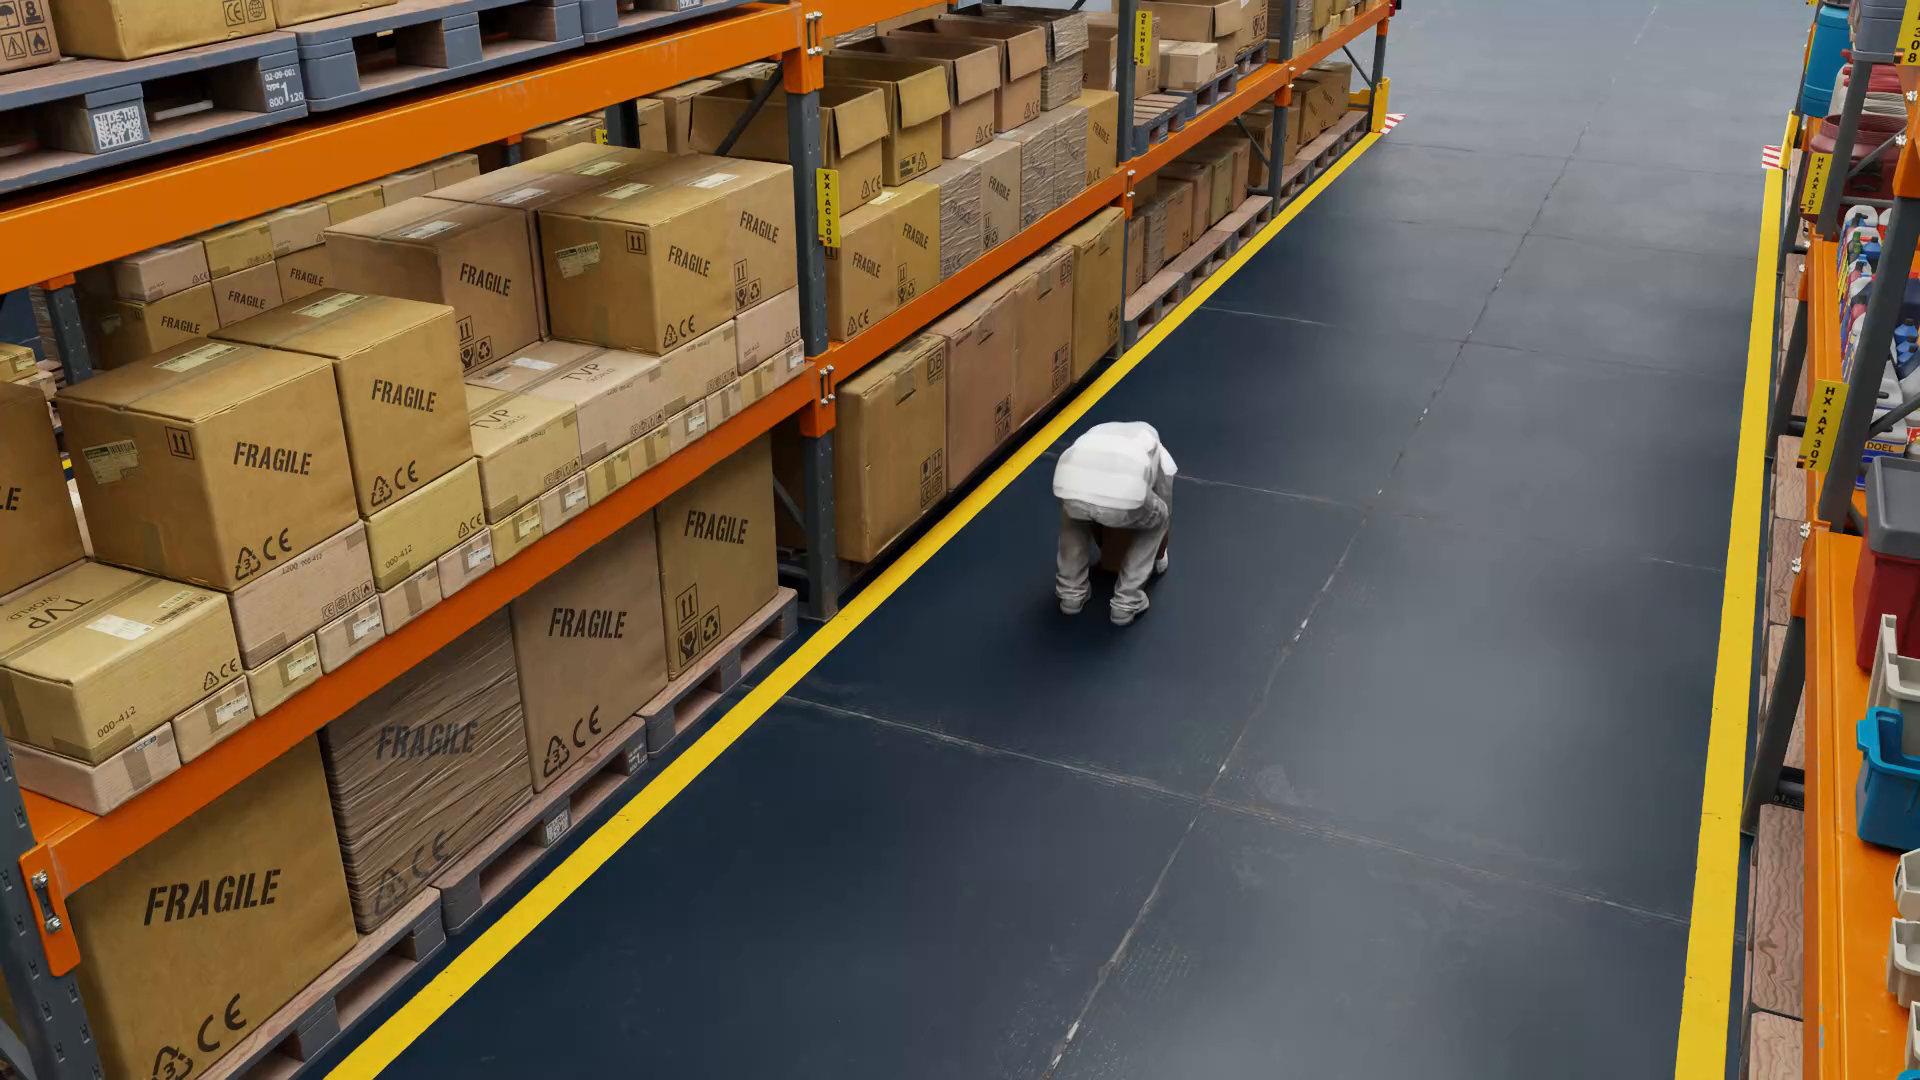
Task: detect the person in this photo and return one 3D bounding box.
[{"bbox_3d":[0.737,-0.145,7.904,0.536,0.917,0.986,10,28,20],"label":"person"}]
